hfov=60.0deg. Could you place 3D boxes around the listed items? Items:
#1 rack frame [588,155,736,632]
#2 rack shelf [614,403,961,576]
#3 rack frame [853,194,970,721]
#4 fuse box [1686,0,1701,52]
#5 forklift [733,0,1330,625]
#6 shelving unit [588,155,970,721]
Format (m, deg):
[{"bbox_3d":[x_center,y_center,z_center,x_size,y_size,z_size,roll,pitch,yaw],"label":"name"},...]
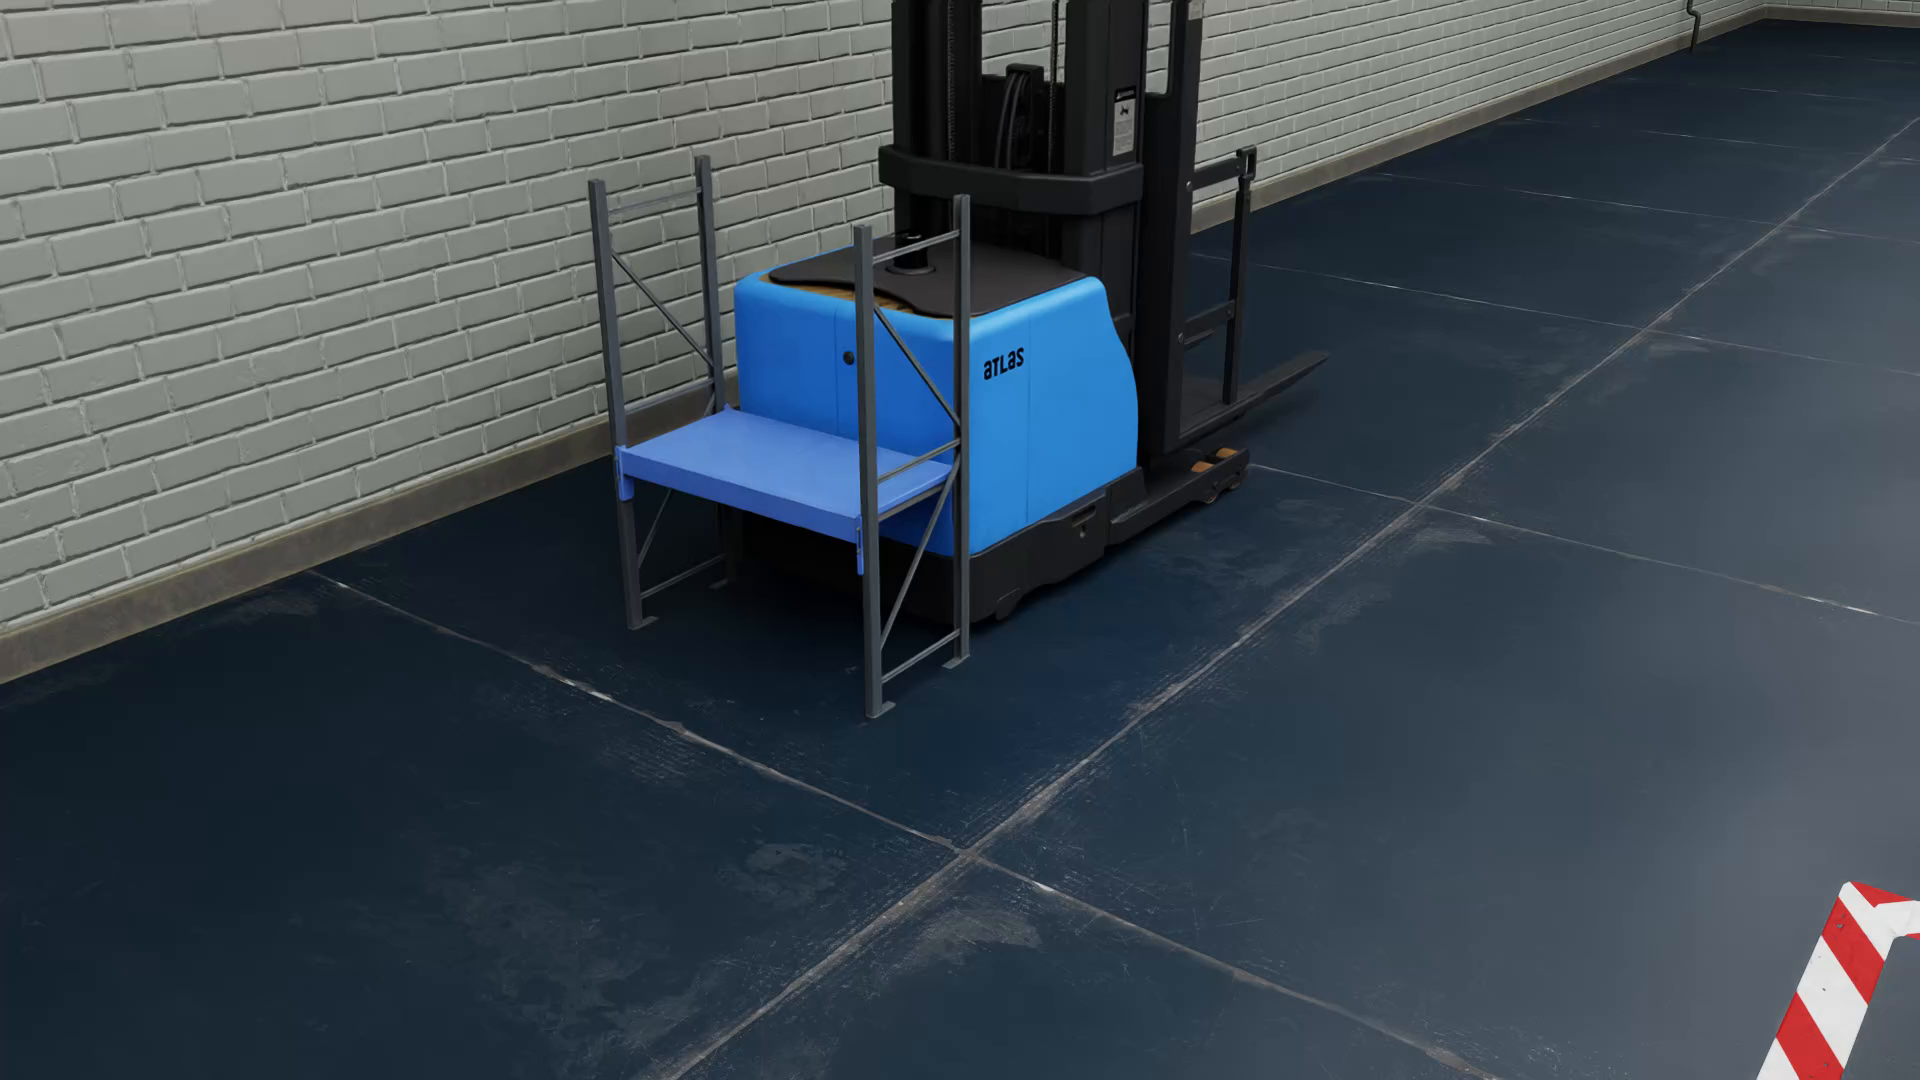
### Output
[{"bbox_3d":[-0.956,-0.465,5.445,0.032,1.500,0.500,16,28,32],"label":"rack frame"},{"bbox_3d":[-0.541,-0.182,5.248,1.000,0.185,0.538,16,28,32],"label":"rack shelf"},{"bbox_3d":[-0.127,-0.227,4.906,0.032,1.500,0.500,16,28,32],"label":"rack frame"},{"bbox_3d":[8.292,-6.288,18.400,0.414,1.711,0.539,17,29,33],"label":"fuse box"},{"bbox_3d":[0.515,-1.592,6.228,1.130,2.935,3.031,17,29,34],"label":"forklift"},{"bbox_3d":[-0.541,-0.346,5.176,1.048,1.500,0.538,16,28,32],"label":"shelving unit"}]
